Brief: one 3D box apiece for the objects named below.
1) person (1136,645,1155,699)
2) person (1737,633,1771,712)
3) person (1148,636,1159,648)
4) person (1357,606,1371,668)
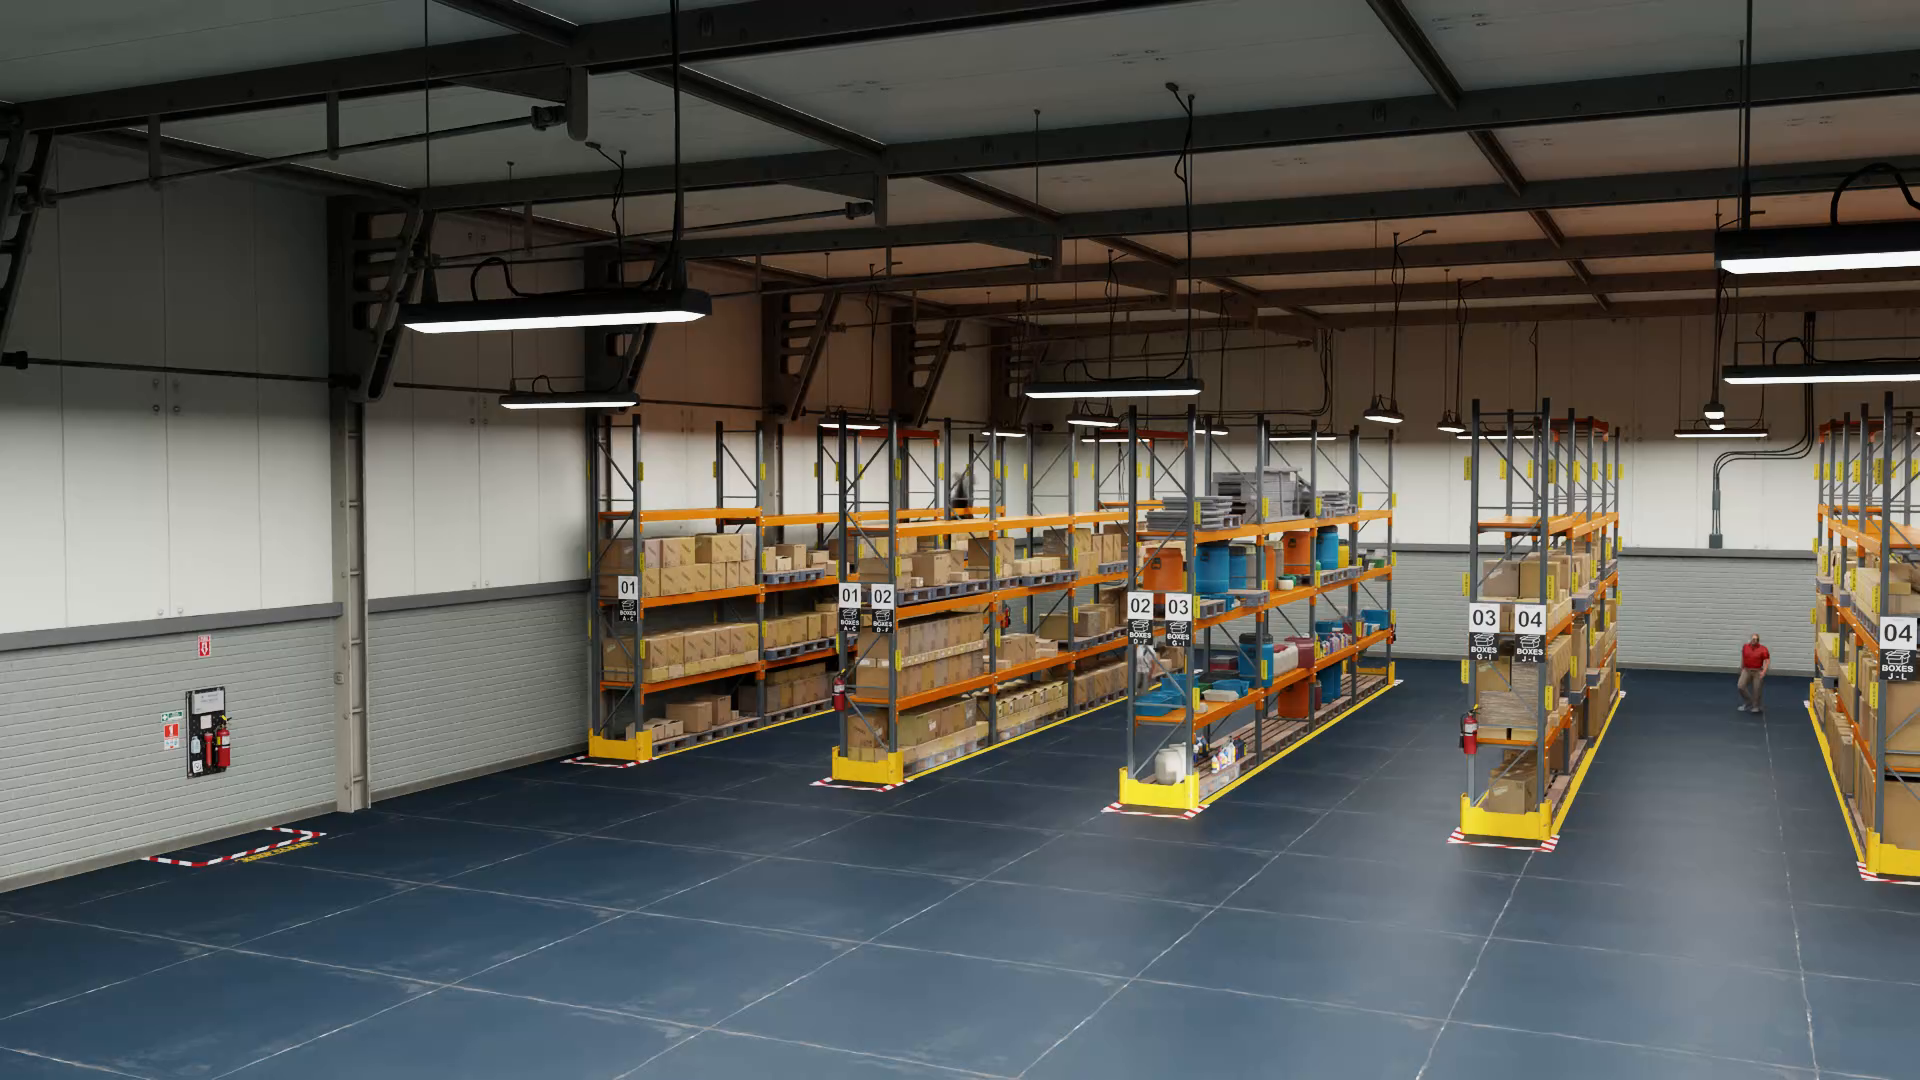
[{"bbox_3d":[3.840,2.771,34.742,0.618,1.632,0.552,2,3,38],"label":"person"},{"bbox_3d":[16.398,2.743,34.330,0.662,1.669,0.738,2,3,43],"label":"person"},{"bbox_3d":[5.161,2.401,44.164,0.686,1.588,0.862,0,2,-8],"label":"person"},{"bbox_3d":[9.994,2.479,41.501,0.861,1.645,0.755,-1,2,-14],"label":"person"}]
